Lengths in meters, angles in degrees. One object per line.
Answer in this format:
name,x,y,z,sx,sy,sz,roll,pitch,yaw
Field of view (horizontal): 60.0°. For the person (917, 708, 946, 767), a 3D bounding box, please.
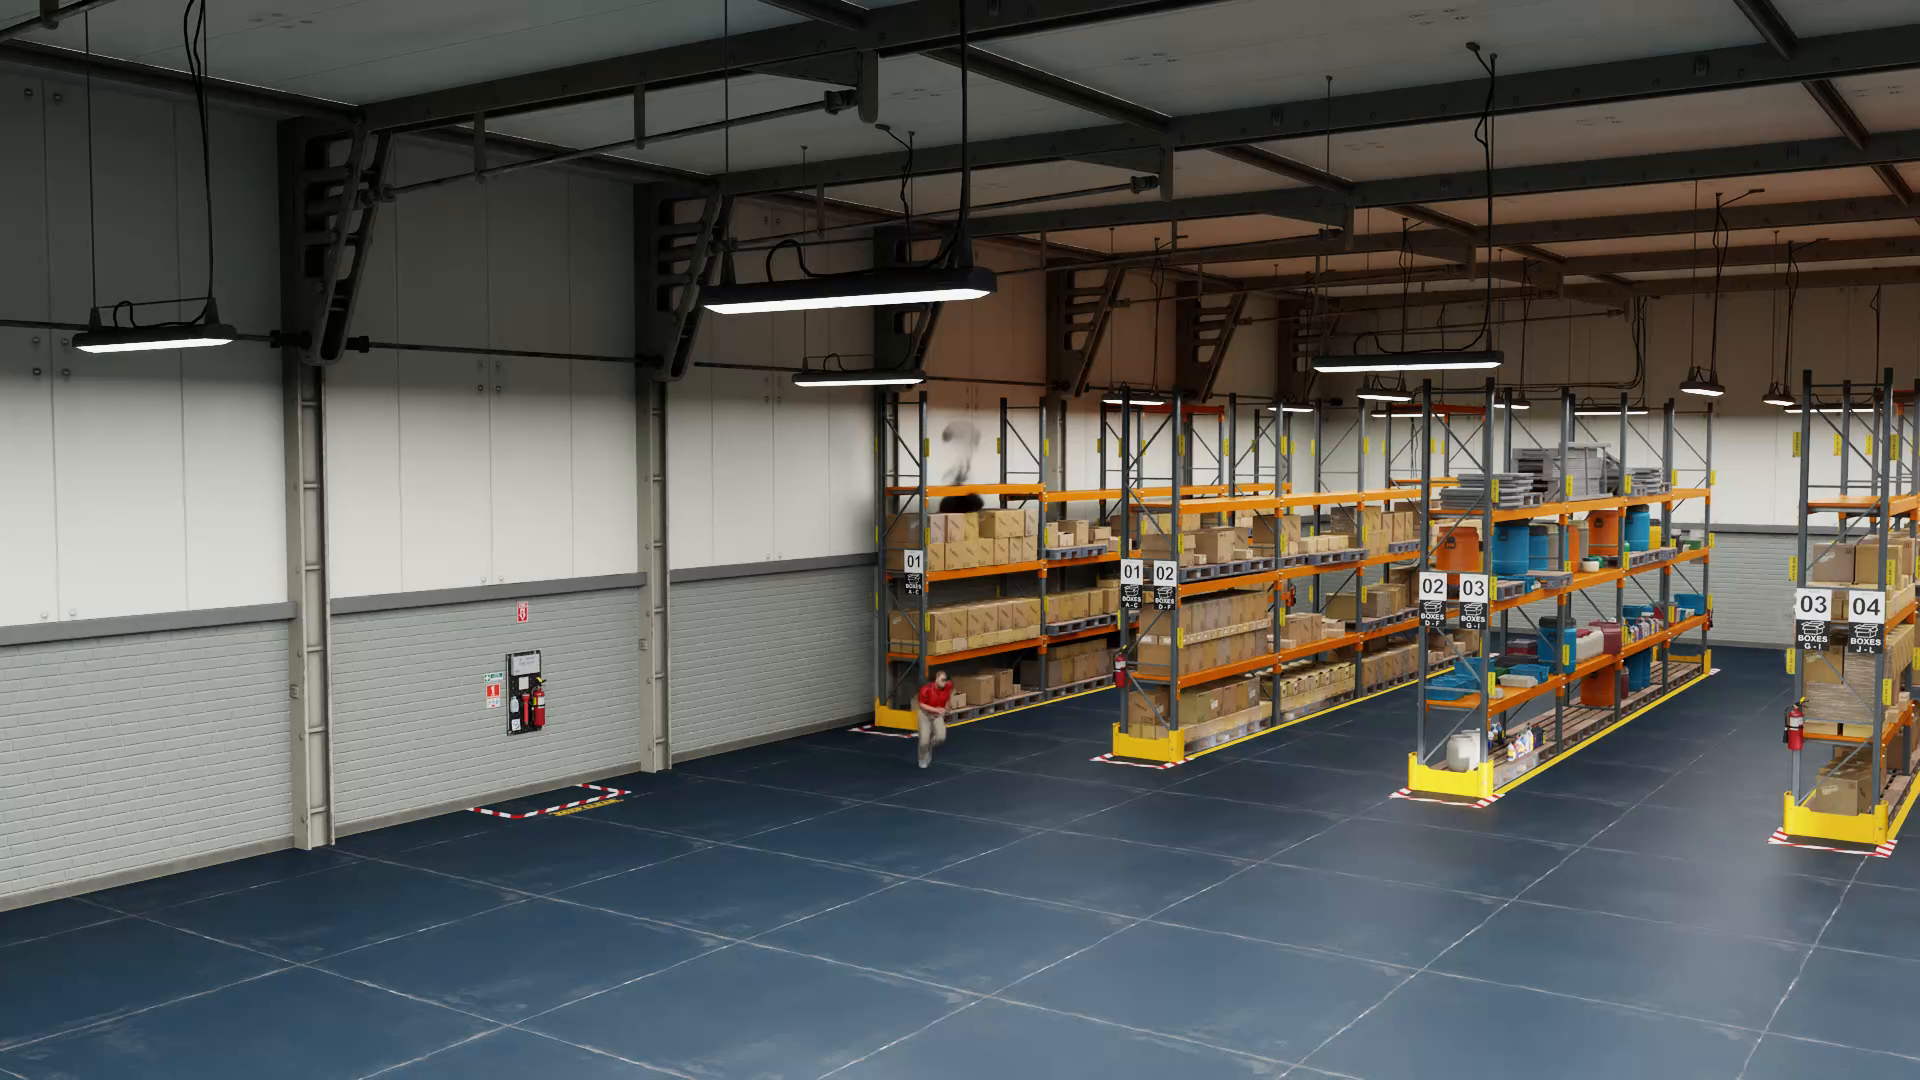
person,-0.478,3.113,26.014,0.412,0.898,0.624,-2,4,-29
